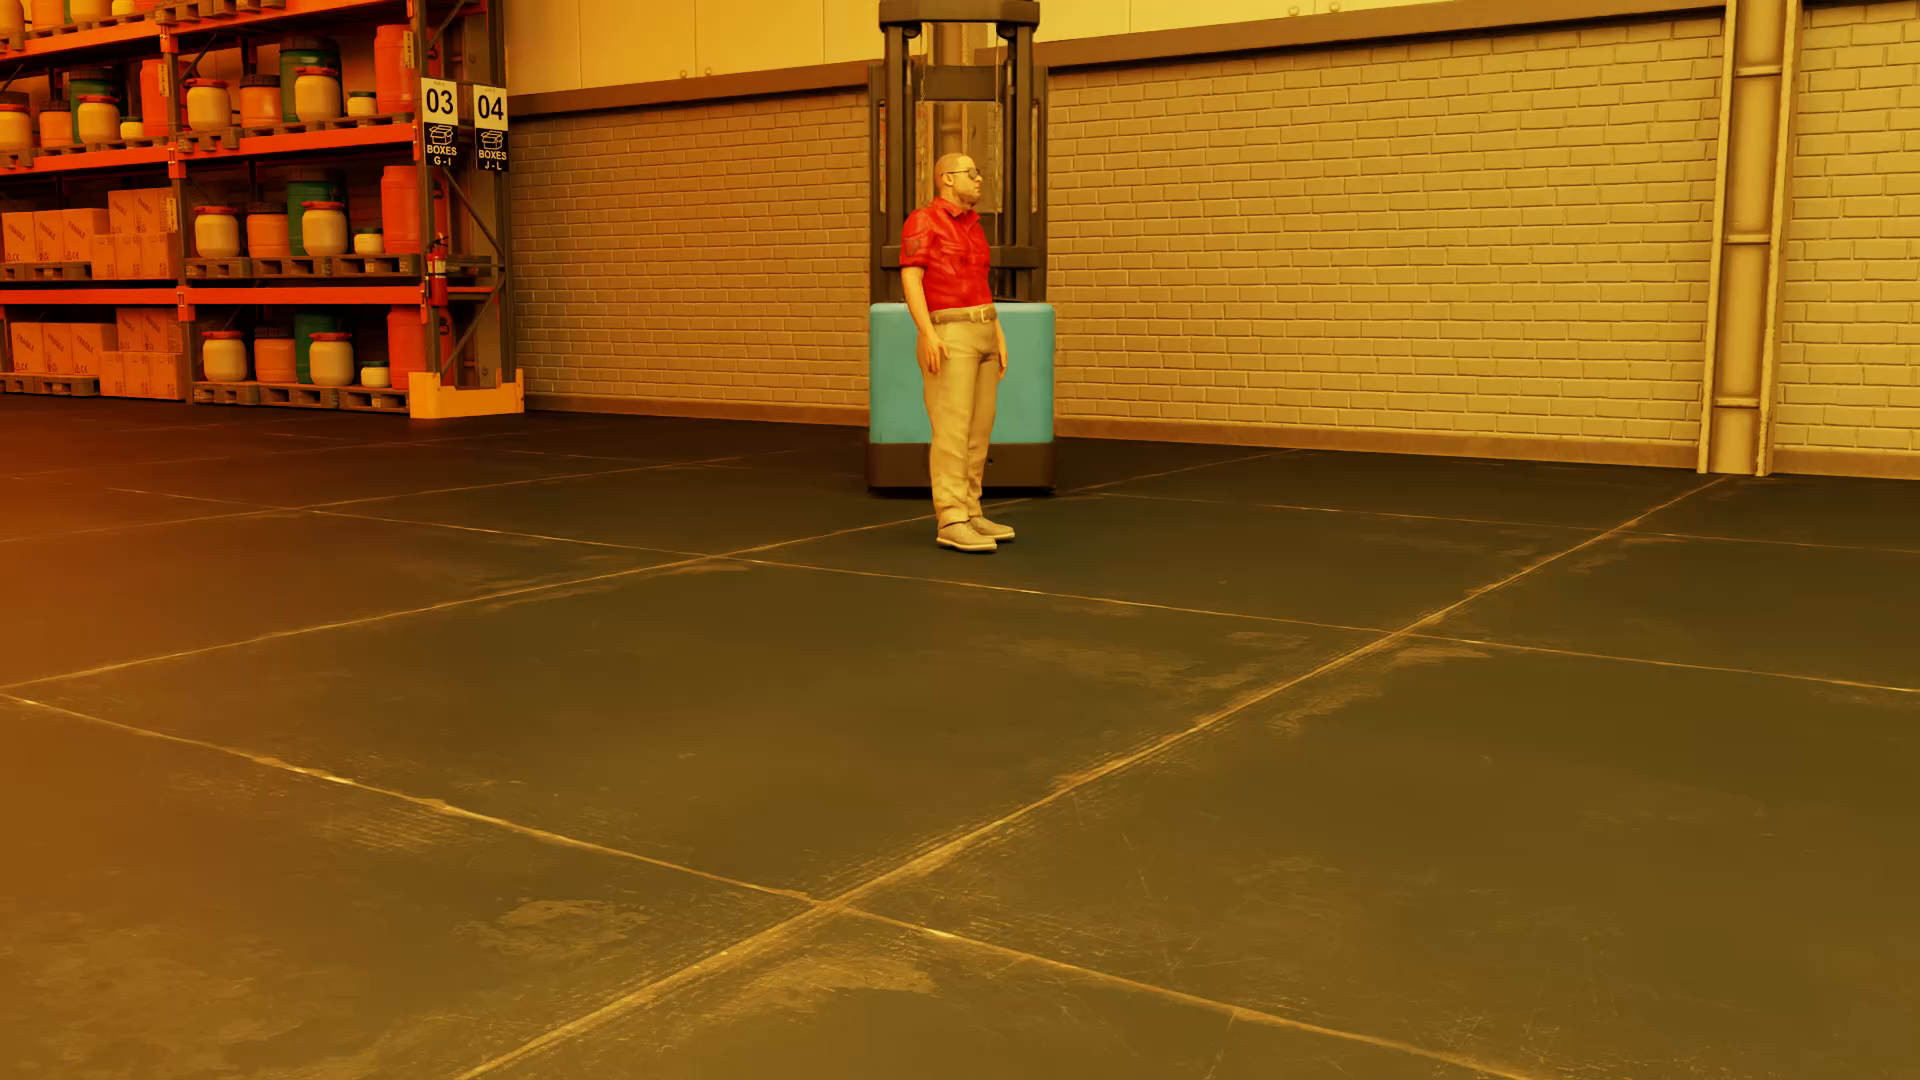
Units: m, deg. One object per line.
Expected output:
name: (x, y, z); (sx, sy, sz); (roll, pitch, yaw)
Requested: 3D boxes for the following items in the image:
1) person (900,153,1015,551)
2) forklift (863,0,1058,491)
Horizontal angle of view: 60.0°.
person: (0.068, -0.854, 7.421); (0.551, 1.727, 0.640); (5, 10, 34)
forklift: (-0.015, -1.885, 10.447); (1.130, 2.935, 3.031); (0, 8, -1)
